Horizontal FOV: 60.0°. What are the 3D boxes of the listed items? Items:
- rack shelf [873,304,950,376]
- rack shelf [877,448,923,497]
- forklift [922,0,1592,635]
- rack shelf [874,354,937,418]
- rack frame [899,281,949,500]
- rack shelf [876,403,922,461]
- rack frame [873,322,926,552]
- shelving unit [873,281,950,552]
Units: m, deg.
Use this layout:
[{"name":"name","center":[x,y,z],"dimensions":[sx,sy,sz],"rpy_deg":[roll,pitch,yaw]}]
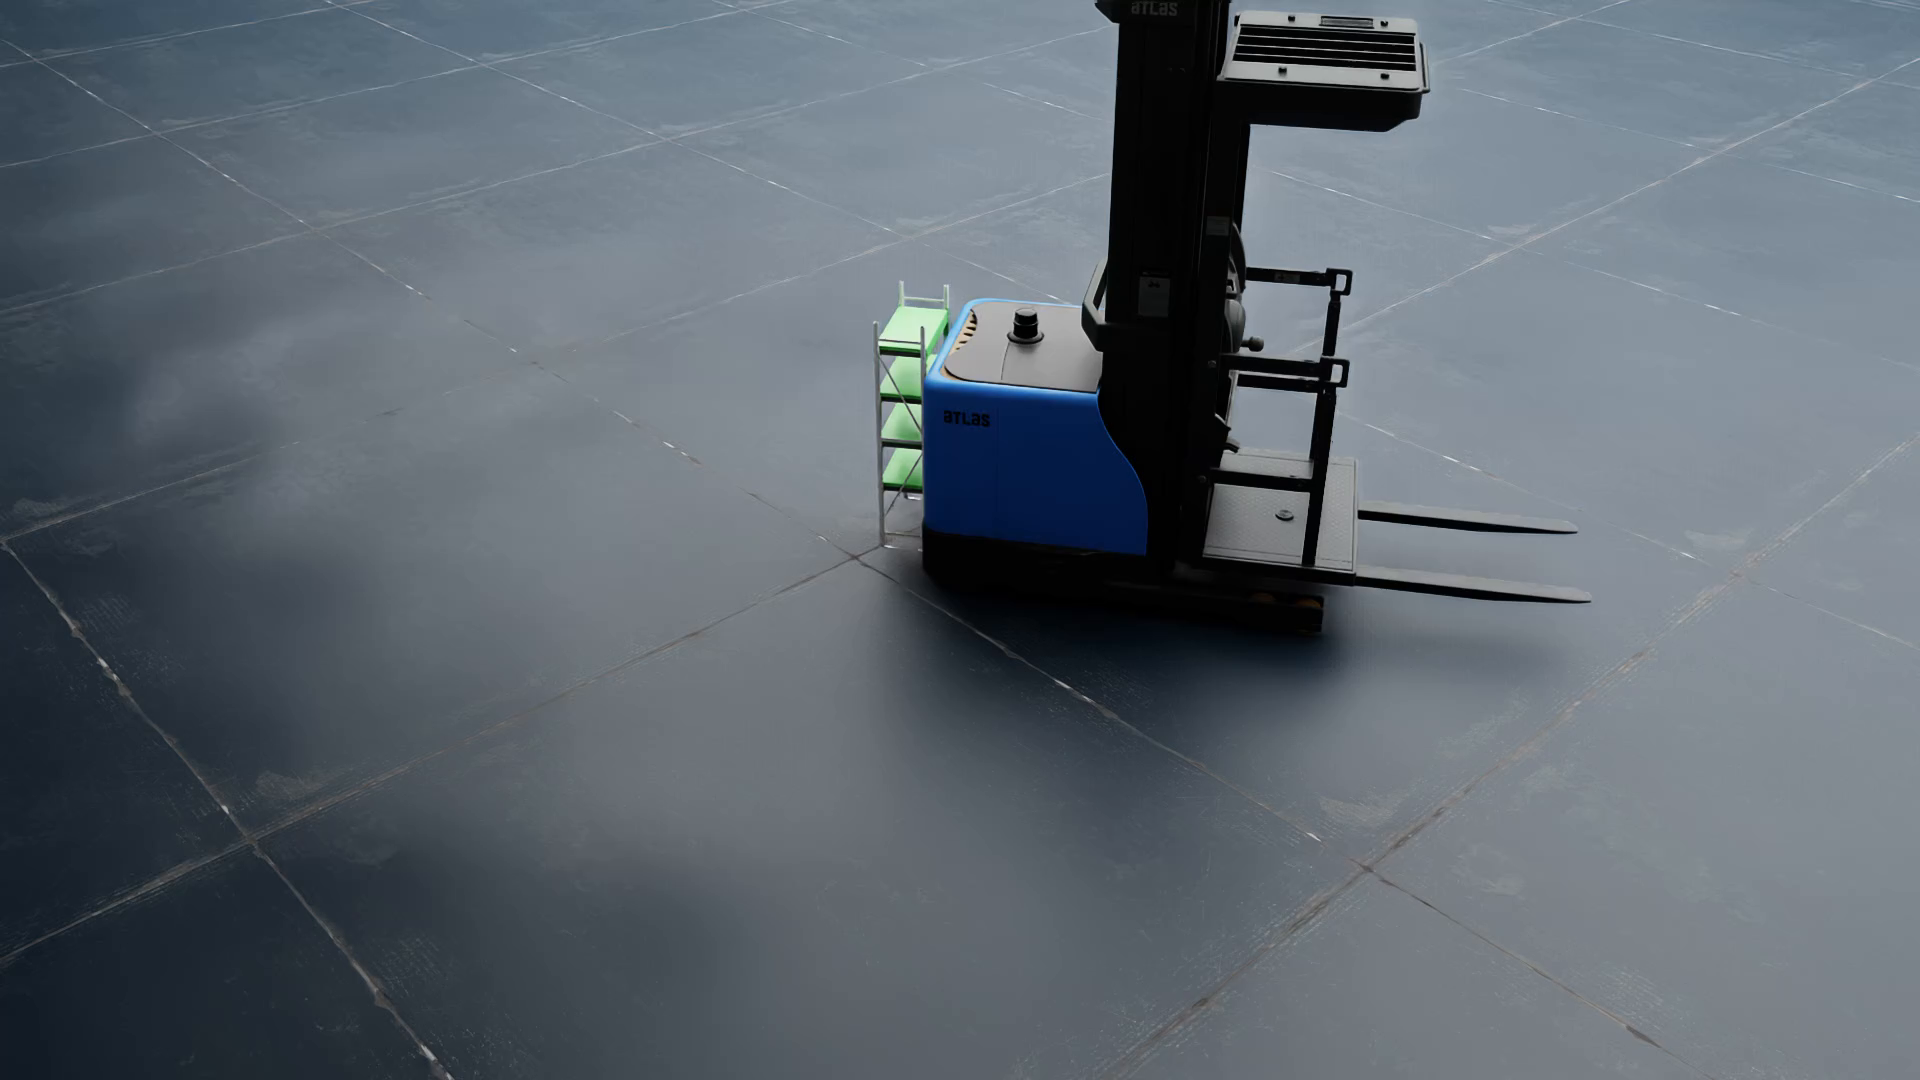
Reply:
[{"name":"rack shelf","center":[-0.225,-0.946,7.848],"dimensions":[0.258,0.148,0.480],"rpy_deg":[6,32,10]},{"name":"rack shelf","center":[-0.223,-0.331,8.223],"dimensions":[0.258,0.148,0.480],"rpy_deg":[6,32,10]},{"name":"forklift","center":[1.394,-1.124,7.279],"dimensions":[3.031,2.935,1.130],"rpy_deg":[6,32,10]},{"name":"rack shelf","center":[-0.224,-0.741,7.973],"dimensions":[0.258,0.148,0.480],"rpy_deg":[6,32,10]},{"name":"rack frame","center":[-0.172,-0.715,8.269],"dimensions":[0.240,1.200,0.015],"rpy_deg":[6,32,10]},{"name":"rack shelf","center":[-0.224,-0.536,8.098],"dimensions":[0.258,0.148,0.480],"rpy_deg":[6,32,10]},{"name":"rack frame","center":[-0.275,-0.466,7.861],"dimensions":[0.240,1.200,0.015],"rpy_deg":[6,32,10]},{"name":"shelving unit","center":[-0.224,-0.591,8.065],"dimensions":[0.258,1.200,0.503],"rpy_deg":[6,32,10]}]
